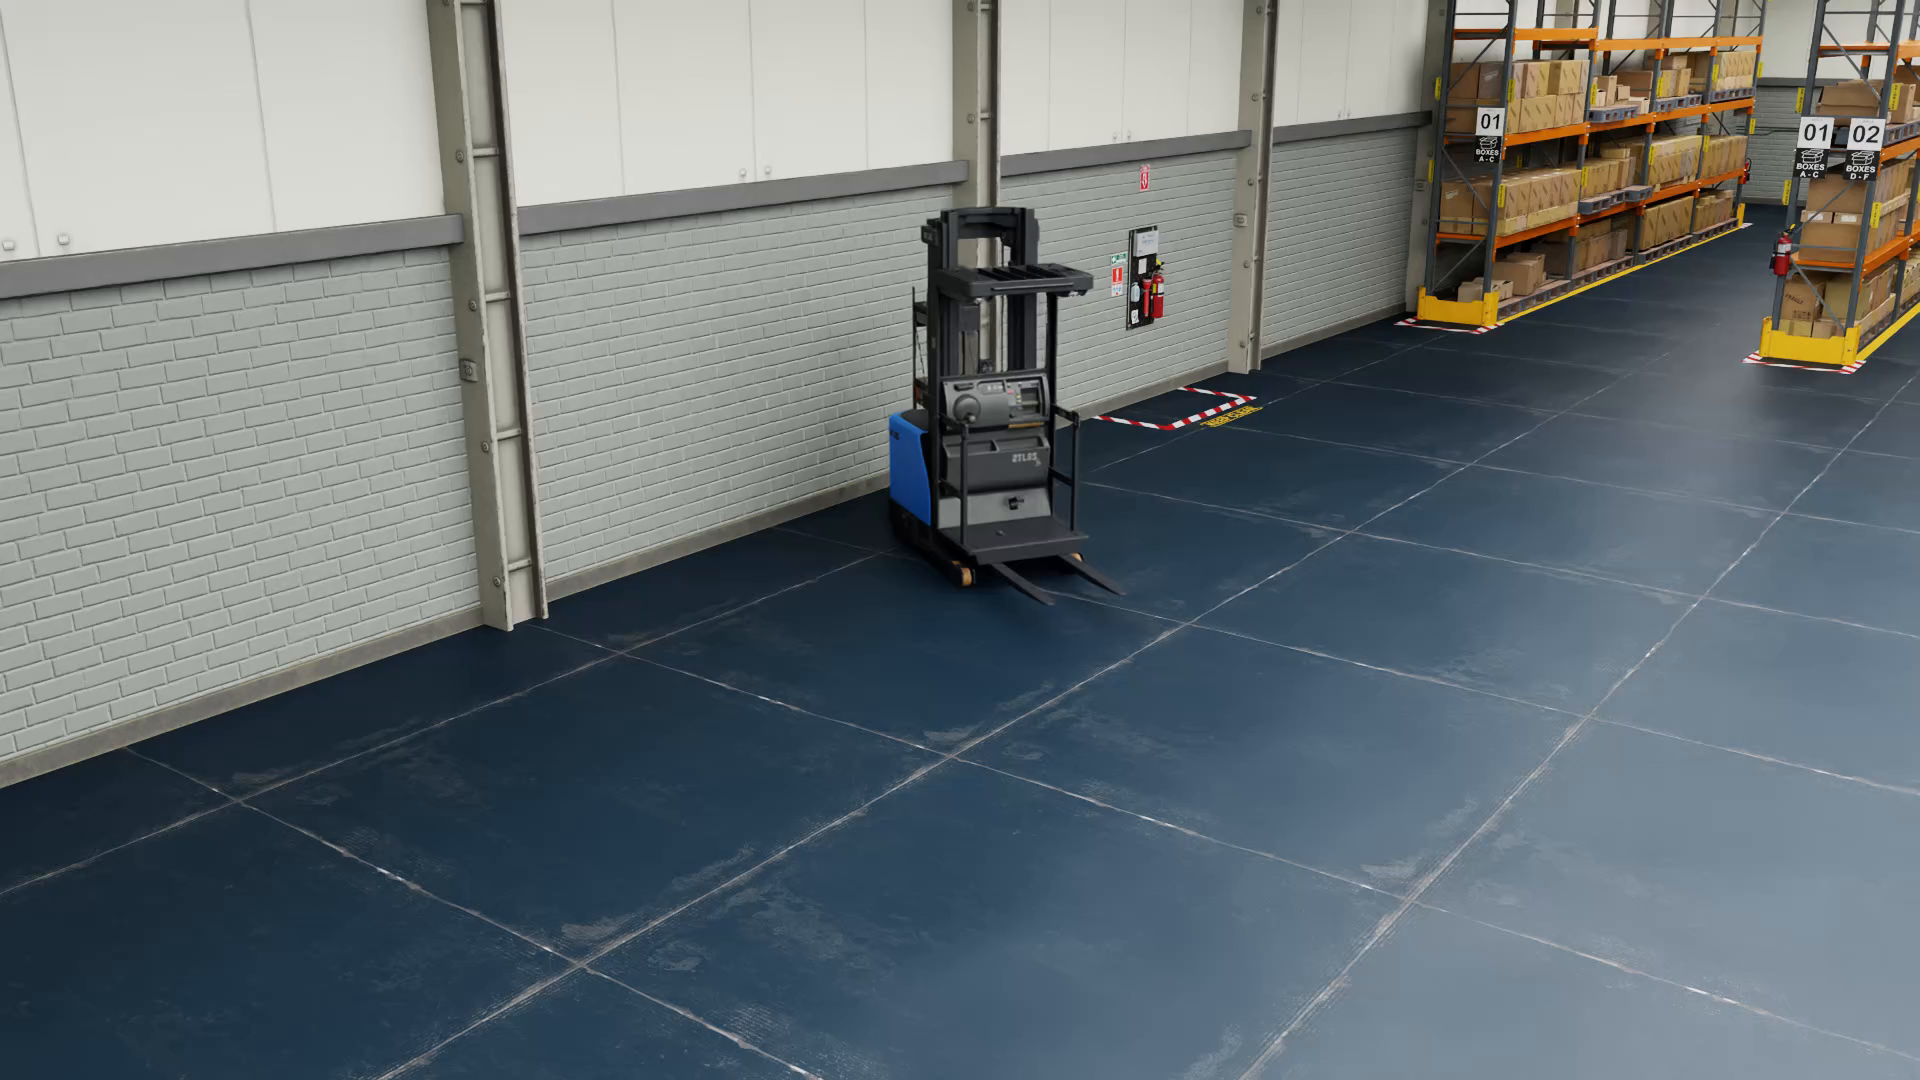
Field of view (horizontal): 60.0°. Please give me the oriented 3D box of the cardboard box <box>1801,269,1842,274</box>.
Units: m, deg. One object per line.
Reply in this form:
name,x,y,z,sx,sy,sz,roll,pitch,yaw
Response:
cardboard box,12.535,-3.697,24.254,0.500,0.500,0.500,12,21,35

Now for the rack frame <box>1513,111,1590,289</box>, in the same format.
rack frame,9.974,-5.739,28.165,1.000,3.000,0.127,12,21,35

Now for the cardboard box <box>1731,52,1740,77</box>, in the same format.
cardboard box,15.982,-9.974,34.857,0.500,0.500,0.500,13,21,35

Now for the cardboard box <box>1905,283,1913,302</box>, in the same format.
cardboard box,14.700,-3.925,26.254,0.500,0.250,0.500,13,22,36

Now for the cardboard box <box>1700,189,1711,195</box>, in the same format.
cardboard box,16.400,-7.673,36.808,0.380,0.149,0.250,12,21,35

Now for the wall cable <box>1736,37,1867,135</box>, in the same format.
wall cable,20.781,-11.263,41.074,3.097,2.526,0.112,12,21,35

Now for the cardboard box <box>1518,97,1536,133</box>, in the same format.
cardboard box,8.340,-6.433,25.140,0.500,0.500,0.500,14,22,38

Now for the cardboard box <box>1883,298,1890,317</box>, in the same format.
cardboard box,13.548,-3.485,24.837,0.500,0.250,0.500,12,21,35

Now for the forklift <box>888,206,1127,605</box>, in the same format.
forklift,0.386,-1.157,13.526,1.130,2.935,3.031,-7,19,-21

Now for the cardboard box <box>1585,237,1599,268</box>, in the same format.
cardboard box,11.003,-5.179,29.838,0.700,0.500,0.500,13,21,35

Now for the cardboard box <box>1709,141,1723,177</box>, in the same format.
cardboard box,15.517,-8.086,35.220,0.980,0.700,0.700,12,21,33

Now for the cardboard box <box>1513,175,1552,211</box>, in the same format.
cardboard box,9.030,-5.505,26.369,0.500,0.500,0.500,13,22,36

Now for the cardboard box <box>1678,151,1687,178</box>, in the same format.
cardboard box,14.066,-7.447,32.964,0.500,0.500,0.500,12,21,35

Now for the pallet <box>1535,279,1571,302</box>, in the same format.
pallet,9.602,-4.241,28.043,1.003,0.211,1.213,12,21,35

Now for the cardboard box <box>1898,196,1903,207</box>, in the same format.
cardboard box,13.662,-4.998,24.517,0.380,0.149,0.250,12,21,33

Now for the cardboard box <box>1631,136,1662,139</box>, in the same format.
cardboard box,13.657,-7.892,33.131,0.500,0.250,0.500,12,21,33

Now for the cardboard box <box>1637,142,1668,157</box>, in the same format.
cardboard box,13.155,-7.439,31.674,0.500,0.250,0.500,12,21,34

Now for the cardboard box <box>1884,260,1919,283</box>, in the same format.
cardboard box,15.011,-4.316,26.565,0.500,0.311,0.500,12,21,33

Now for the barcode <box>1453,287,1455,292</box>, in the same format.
barcode,7.765,-3.940,26.150,0.001,0.075,0.075,12,21,35

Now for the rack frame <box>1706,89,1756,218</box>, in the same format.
rack frame,17.124,-8.597,37.369,1.000,3.000,0.127,12,21,35

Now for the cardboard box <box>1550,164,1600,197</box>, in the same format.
cardboard box,10.644,-6.243,28.881,0.700,0.500,0.500,15,23,40

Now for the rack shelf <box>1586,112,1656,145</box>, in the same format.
rack shelf,11.166,-7.304,29.361,1.077,0.370,4.000,12,21,35

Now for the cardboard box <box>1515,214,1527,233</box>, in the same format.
cardboard box,8.435,-4.910,25.717,0.500,0.250,0.500,12,21,33

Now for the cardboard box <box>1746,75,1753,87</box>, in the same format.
cardboard box,16.901,-9.985,36.156,0.500,0.250,0.500,13,22,36

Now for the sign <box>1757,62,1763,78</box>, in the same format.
sign,17.552,-10.315,36.485,0.100,0.325,0.005,12,21,35

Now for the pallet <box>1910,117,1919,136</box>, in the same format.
pallet,13.467,-6.047,24.249,1.003,0.211,1.213,12,21,35

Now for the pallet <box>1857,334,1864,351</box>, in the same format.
pallet,11.993,-2.769,23.305,1.003,0.211,1.213,12,21,35

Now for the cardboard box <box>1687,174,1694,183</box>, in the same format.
cardboard box,14.635,-7.339,33.708,0.380,0.149,0.250,13,21,36

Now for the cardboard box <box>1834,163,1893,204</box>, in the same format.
cardboard box,12.798,-5.066,23.643,0.700,0.500,0.500,12,21,35

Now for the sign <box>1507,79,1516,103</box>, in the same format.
sign,8.027,-6.540,24.214,0.100,0.325,0.005,12,21,35

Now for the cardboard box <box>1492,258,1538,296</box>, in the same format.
cardboard box,8.892,-4.253,26.854,0.700,0.500,0.500,11,20,31

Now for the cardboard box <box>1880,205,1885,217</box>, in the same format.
cardboard box,12.744,-4.631,23.338,0.380,0.149,0.250,12,21,34

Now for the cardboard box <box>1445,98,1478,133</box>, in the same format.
cardboard box,7.636,-6.420,25.099,0.500,0.500,0.500,14,22,39

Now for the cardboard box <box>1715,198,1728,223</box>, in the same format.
cardboard box,16.489,-7.300,36.700,0.700,0.500,0.500,12,21,35

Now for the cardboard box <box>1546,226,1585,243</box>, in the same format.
cardboard box,10.659,-5.397,29.273,0.500,0.250,0.500,12,21,34

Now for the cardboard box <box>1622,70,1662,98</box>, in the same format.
cardboard box,12.874,-8.643,31.549,0.700,0.500,0.500,11,20,32

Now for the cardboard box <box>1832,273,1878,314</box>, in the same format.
cardboard box,12.654,-3.486,23.576,0.500,0.500,0.500,12,21,35

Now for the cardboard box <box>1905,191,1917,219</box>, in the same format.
cardboard box,15.038,-5.337,26.702,0.500,0.500,0.500,12,21,35

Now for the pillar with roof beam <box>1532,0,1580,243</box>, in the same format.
pillar with roof beam,14.346,-8.639,27.389,9.100,9.000,0.400,12,21,35

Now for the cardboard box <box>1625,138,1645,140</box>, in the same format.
cardboard box,13.342,-7.768,32.733,0.500,0.250,0.500,12,21,33

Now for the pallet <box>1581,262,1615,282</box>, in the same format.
pallet,11.163,-4.884,30.116,1.003,0.211,1.213,12,21,35

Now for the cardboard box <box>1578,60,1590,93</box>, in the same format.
cardboard box,9.893,-7.539,27.016,0.500,0.500,0.500,10,20,30

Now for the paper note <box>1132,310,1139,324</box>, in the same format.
paper note,2.074,-2.644,19.685,0.016,0.148,0.142,12,21,35

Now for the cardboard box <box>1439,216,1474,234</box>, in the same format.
cardboard box,7.714,-4.869,25.585,0.500,0.250,0.500,13,21,35

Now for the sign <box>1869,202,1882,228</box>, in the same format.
sign,12.014,-4.263,21.821,0.100,0.325,0.005,12,21,35

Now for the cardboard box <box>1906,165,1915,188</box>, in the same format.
cardboard box,16.623,-6.235,28.887,0.700,0.500,0.500,5,18,16

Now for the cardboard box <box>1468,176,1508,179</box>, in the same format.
cardboard box,8.313,-5.474,26.267,0.500,0.500,0.500,12,21,33

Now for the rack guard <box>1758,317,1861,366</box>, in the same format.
rack guard,11.557,-2.712,22.634,1.175,0.500,0.348,12,21,35

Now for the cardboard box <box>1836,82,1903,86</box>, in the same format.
cardboard box,12.872,-6.243,23.615,0.797,0.503,0.637,15,23,41

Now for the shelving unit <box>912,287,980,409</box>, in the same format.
shelving unit,-0.125,-1.262,15.267,0.503,2.100,0.431,-7,19,-21

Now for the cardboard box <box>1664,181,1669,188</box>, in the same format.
cardboard box,13.645,-6.986,32.571,0.380,0.149,0.250,13,21,35

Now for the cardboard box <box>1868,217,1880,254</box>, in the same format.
cardboard box,12.469,-4.311,23.400,0.700,0.500,0.500,13,21,35

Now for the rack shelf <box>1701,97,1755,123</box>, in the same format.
rack shelf,15.933,-9.209,35.497,1.077,0.370,4.000,12,21,35

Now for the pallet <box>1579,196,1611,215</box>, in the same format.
pallet,10.546,-5.803,28.697,1.003,0.211,1.213,12,21,35

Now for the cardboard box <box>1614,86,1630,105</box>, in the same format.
cardboard box,11.511,-7.890,29.828,0.797,0.503,0.637,16,24,42
